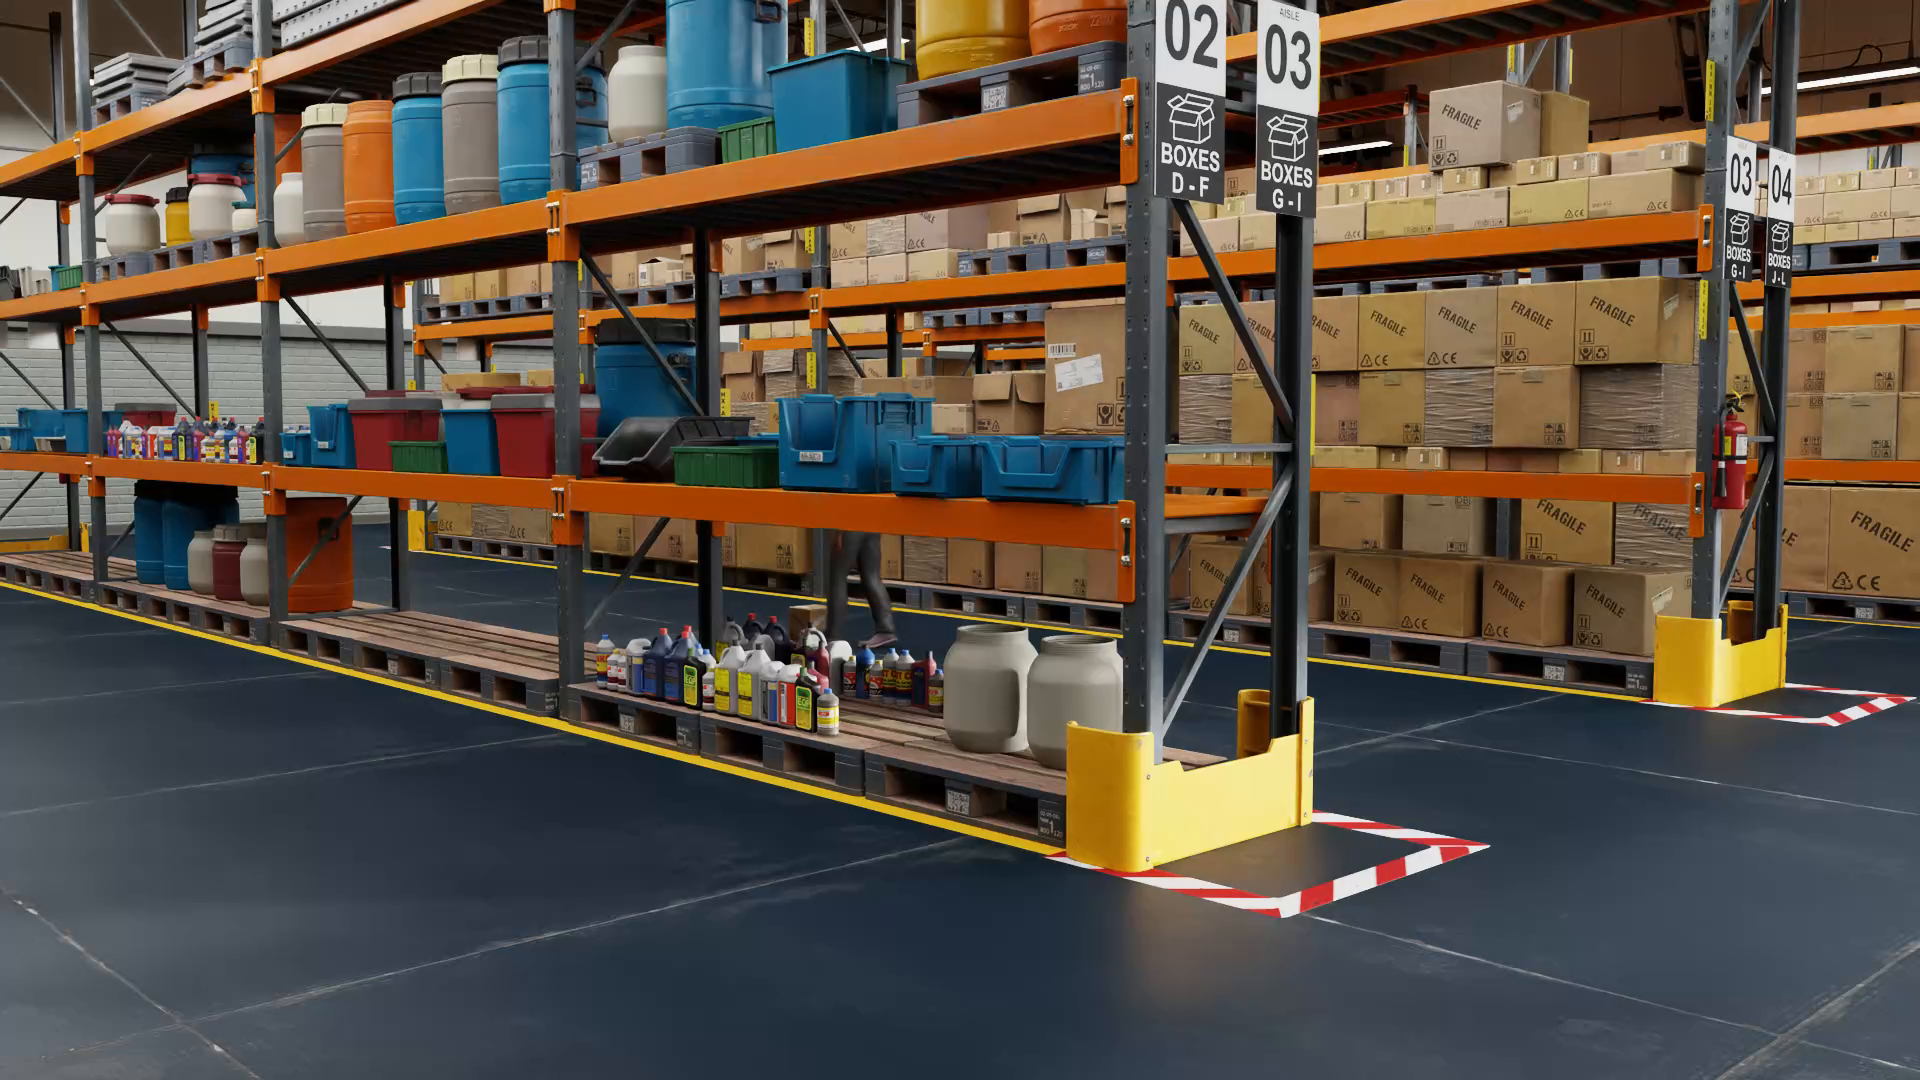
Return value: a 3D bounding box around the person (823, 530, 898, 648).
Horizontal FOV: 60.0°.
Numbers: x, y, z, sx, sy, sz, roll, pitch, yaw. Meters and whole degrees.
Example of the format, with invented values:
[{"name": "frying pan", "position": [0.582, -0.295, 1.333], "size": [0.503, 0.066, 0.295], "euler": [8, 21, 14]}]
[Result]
[{"name": "person", "position": [-0.786, -0.050, 11.898], "size": [0.592, 1.676, 0.470], "euler": [3, 5, 35]}]
